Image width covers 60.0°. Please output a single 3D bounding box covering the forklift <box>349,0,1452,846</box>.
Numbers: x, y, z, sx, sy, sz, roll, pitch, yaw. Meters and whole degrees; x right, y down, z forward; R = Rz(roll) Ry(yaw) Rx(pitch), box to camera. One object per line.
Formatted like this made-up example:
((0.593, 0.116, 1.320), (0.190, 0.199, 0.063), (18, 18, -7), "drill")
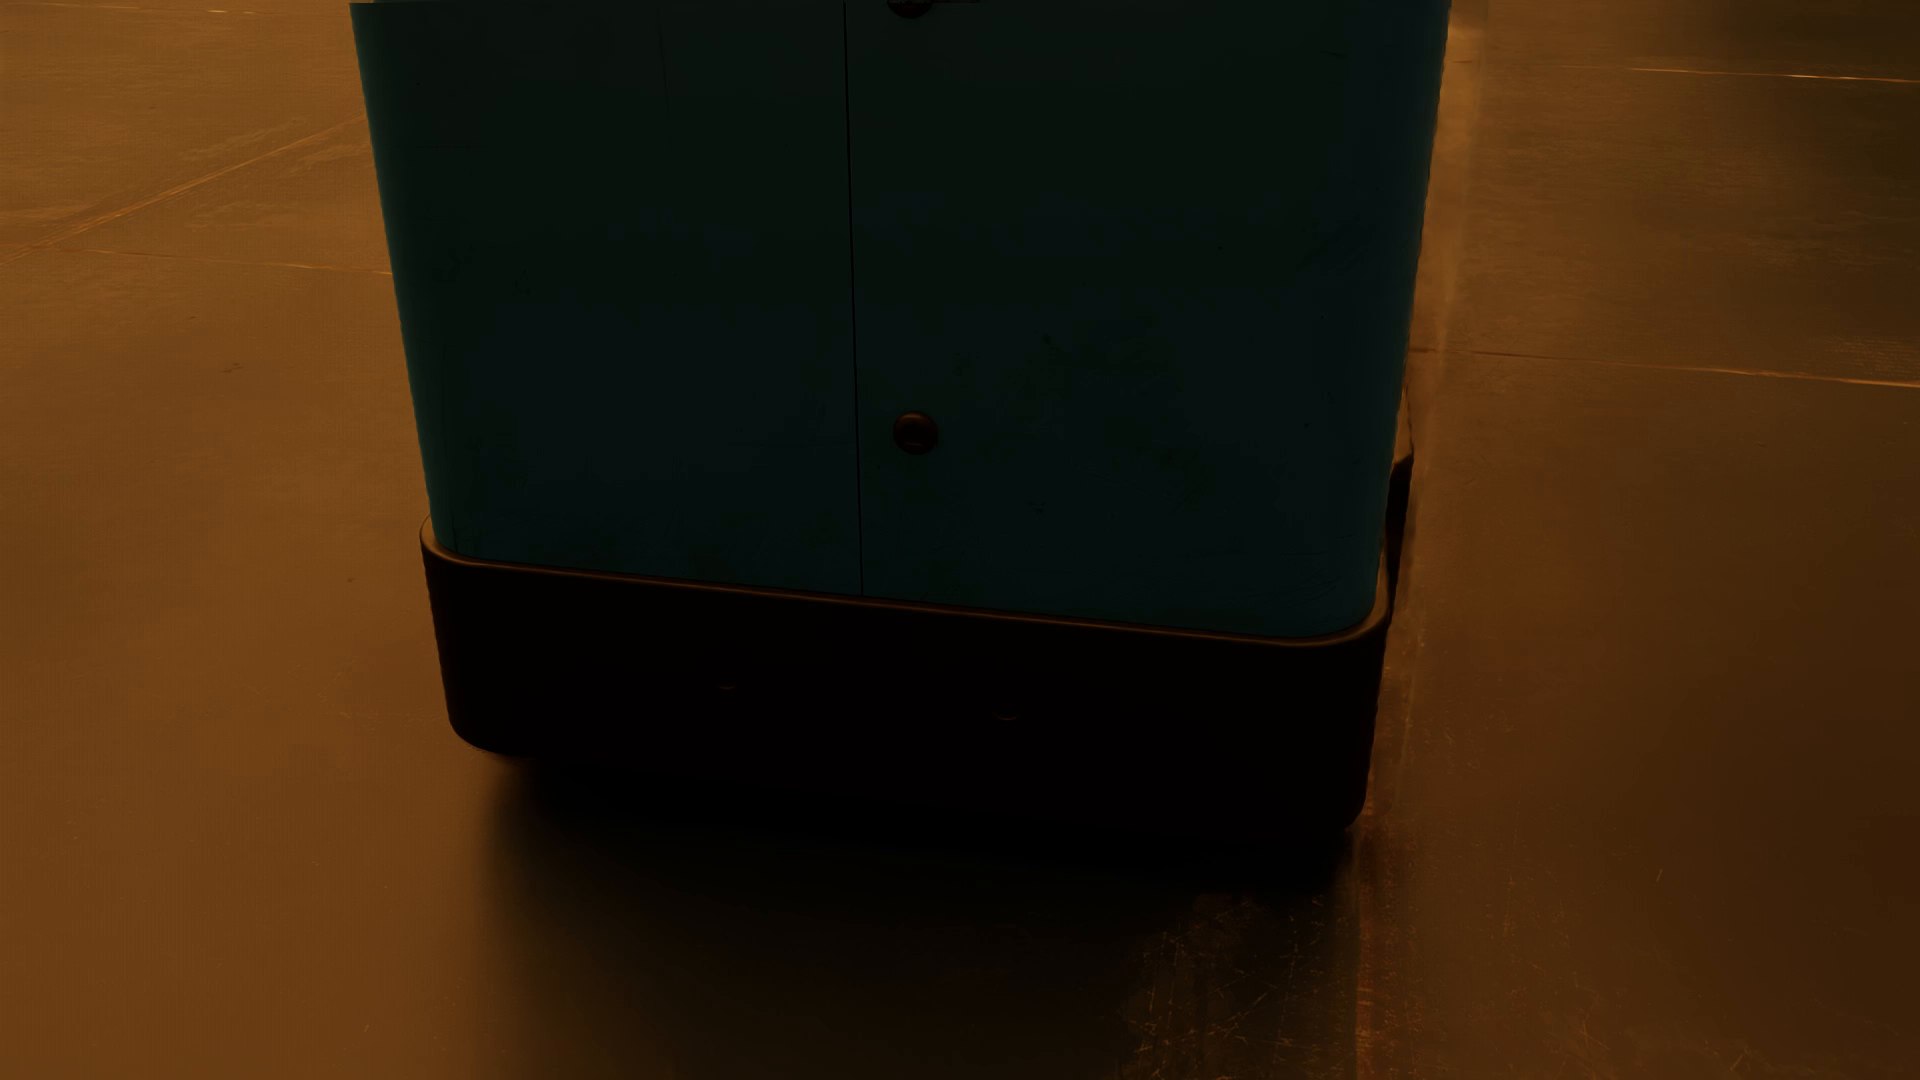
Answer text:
((0.199, -1.635, 2.487), (1.130, 2.935, 3.031), (5, 27, 10), "forklift")
